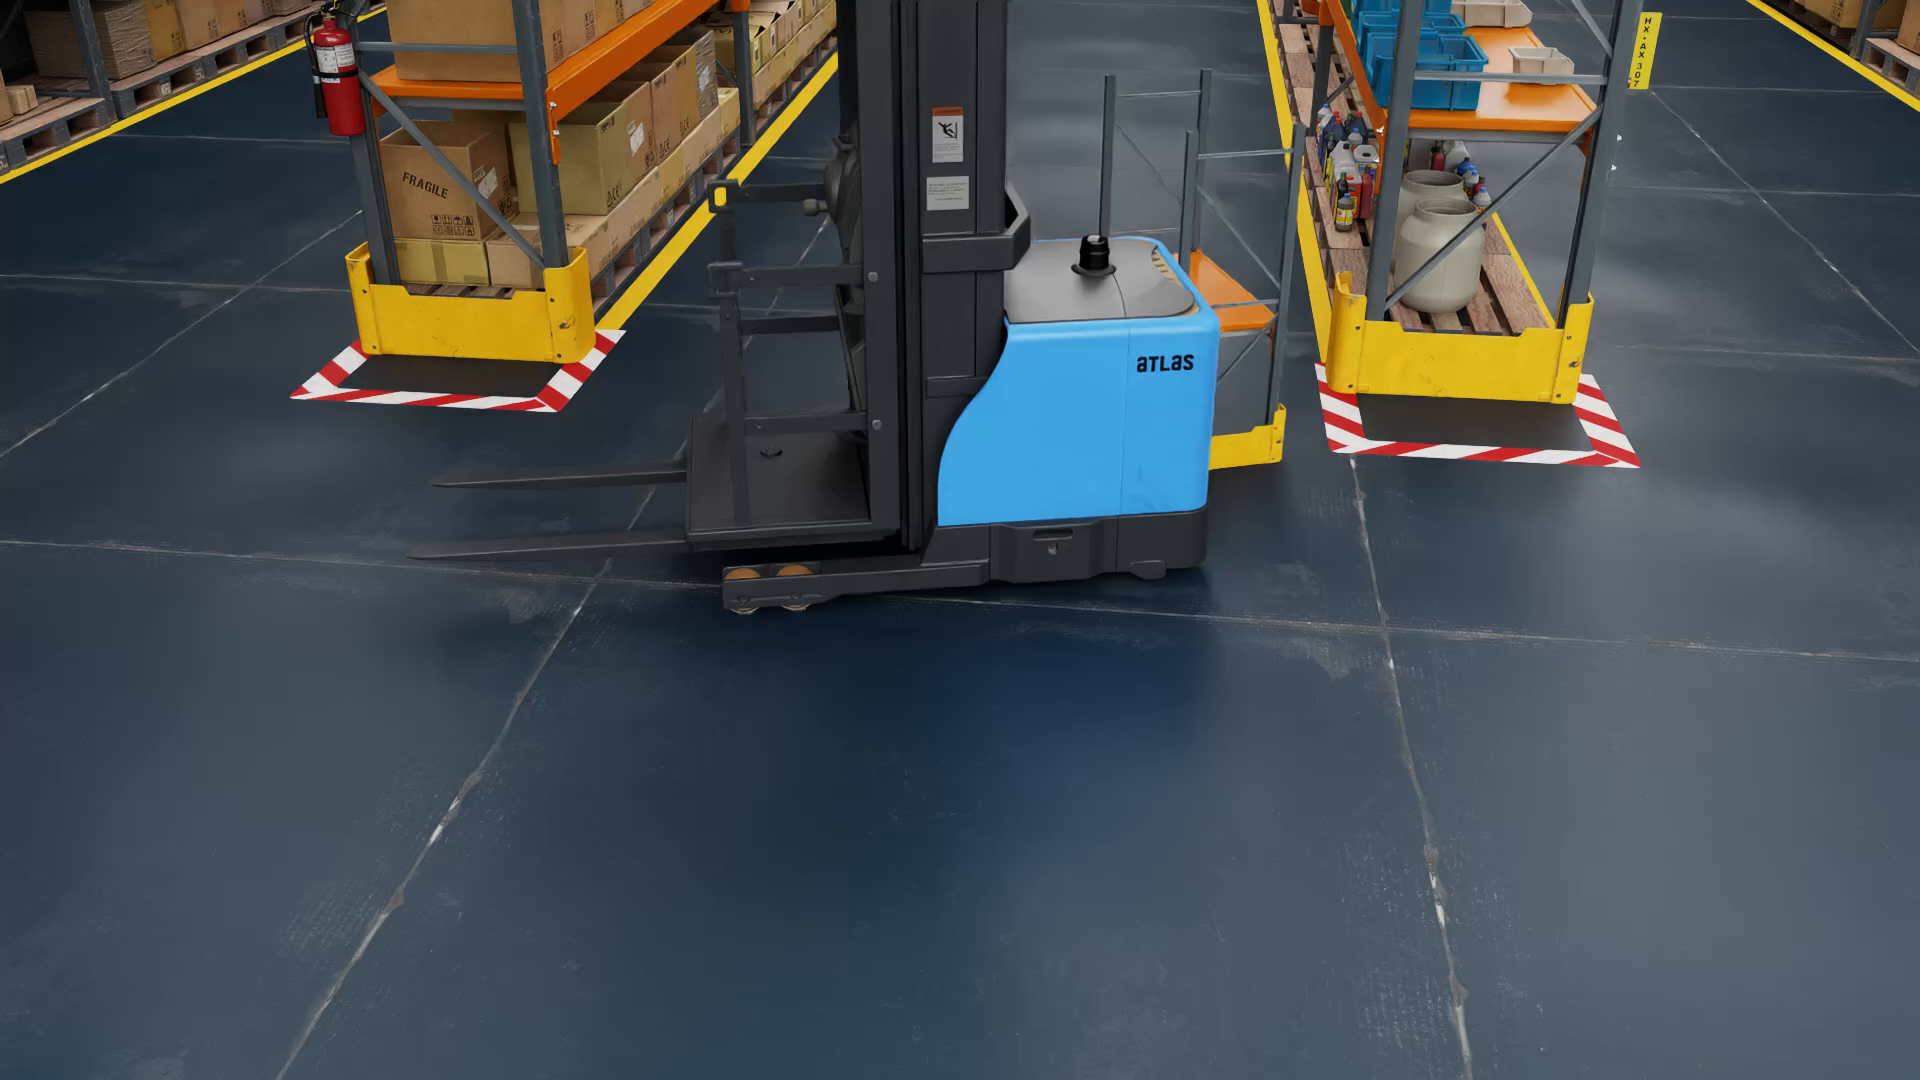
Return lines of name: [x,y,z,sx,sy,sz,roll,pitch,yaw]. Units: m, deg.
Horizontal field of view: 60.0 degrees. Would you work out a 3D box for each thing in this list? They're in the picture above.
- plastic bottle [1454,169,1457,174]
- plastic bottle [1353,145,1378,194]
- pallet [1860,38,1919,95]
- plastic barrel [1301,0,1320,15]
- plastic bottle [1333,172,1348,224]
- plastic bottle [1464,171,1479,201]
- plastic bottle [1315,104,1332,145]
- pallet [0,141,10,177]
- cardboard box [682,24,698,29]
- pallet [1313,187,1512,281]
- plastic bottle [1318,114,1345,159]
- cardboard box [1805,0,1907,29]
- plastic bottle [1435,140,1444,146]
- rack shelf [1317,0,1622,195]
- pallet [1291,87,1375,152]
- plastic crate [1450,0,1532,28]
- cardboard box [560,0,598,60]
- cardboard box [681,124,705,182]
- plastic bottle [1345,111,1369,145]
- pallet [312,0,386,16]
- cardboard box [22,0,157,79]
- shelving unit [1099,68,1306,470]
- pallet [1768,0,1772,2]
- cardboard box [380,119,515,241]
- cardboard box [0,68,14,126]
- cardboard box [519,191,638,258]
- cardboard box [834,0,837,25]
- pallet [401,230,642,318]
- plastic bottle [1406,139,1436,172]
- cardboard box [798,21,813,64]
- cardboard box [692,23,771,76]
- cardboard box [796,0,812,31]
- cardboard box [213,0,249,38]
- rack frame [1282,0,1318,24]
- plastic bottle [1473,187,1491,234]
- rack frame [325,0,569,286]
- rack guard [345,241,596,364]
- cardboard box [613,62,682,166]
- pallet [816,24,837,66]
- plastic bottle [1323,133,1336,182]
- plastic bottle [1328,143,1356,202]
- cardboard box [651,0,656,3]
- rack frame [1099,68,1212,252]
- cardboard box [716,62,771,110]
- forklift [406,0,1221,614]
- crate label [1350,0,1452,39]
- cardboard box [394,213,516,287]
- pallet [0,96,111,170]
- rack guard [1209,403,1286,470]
plastic bottle: [3.056,-2.194,10.147,0.097,0.201,0.097,0,28,0]
plastic bottle: [2.487,-2.281,10.229,0.152,0.276,0.135,3,28,6]
pallet: [8.232,-3.928,13.818,1.003,0.211,1.213,3,28,6]
plastic barrel: [3.456,-5.272,15.218,0.600,0.830,0.708,3,28,6]
plastic bottle: [2.219,-1.989,9.680,0.061,0.283,0.133,4,29,7]
plastic bottle: [3.007,-2.034,9.776,0.097,0.271,0.097,0,28,0]
plastic bottle: [2.449,-2.796,11.190,0.097,0.271,0.097,0,28,0]
pallet: [-7.103,-2.382,10.949,1.003,0.211,1.213,3,28,6]
cardboard box: [-2.227,-3.646,12.220,0.500,0.311,0.500,3,28,6]
pallet: [2.653,-1.811,9.889,1.003,0.211,1.213,3,28,6]
plastic bottle: [2.437,-2.644,10.904,0.152,0.276,0.135,4,29,8]
cardboard box: [8.434,-5.096,14.844,1.225,0.875,0.875,2,28,4]
plastic bottle: [3.107,-2.545,10.641,0.144,0.351,0.185,2,28,4]
rack shelf: [2.678,-2.670,9.302,1.077,0.370,4.000,3,28,6]
pallet: [2.981,-3.072,12.230,1.003,0.211,1.213,3,28,6]
plastic crate: [2.976,-3.033,9.495,0.530,0.136,0.437,3,28,6]
cardboard box: [-2.353,-2.845,8.763,0.700,0.500,0.500,4,29,8]
cardboard box: [-1.950,-2.490,10.666,0.500,0.250,0.500,3,28,6]
plastic bottle: [2.556,-2.591,10.726,0.144,0.351,0.185,3,28,6]
pallet: [-6.248,-5.526,16.784,1.003,0.211,1.213,3,28,6]
cardboard box: [-6.835,-3.944,13.081,0.700,0.500,0.500,4,29,8]
shelving unit: [1.019,-1.224,7.440,0.587,1.500,1.083,-7,29,-12]
pallet: [8.799,-5.811,17.313,1.003,0.211,1.213,3,28,6]
cardboard box: [-2.712,-1.909,8.797,0.500,0.500,0.500,3,28,6]
cardboard box: [-6.997,-3.106,11.525,0.500,0.500,0.500,1,28,2]
cardboard box: [-2.138,-1.784,9.356,0.500,0.250,0.500,3,28,6]
cardboard box: [-1.325,-4.813,14.978,0.500,0.250,0.500,4,29,7]
pallet: [-2.430,-1.470,9.255,1.003,0.211,1.213,3,28,6]
plastic bottle: [2.957,-2.509,10.653,0.152,0.276,0.135,3,28,6]
cardboard box: [-1.509,-4.091,13.638,0.500,0.250,0.500,4,29,7]
cardboard box: [-1.694,-3.619,12.170,0.500,0.311,0.500,3,29,6]
cardboard box: [-1.507,-4.343,13.513,0.500,0.311,0.500,4,29,8]
cardboard box: [-6.667,-4.667,14.421,0.700,0.500,0.500,3,28,6]
rack frame: [3.413,-5.811,14.374,1.000,3.000,0.127,3,28,6]
plastic bottle: [2.965,-1.873,9.477,0.097,0.271,0.097,0,28,0]
rack frame: [-2.482,-2.335,7.921,1.000,3.000,0.127,3,28,6]
rack guard: [-2.485,-1.223,8.493,1.175,0.500,0.348,3,28,6]
cardboard box: [-2.010,-2.585,10.051,0.500,0.500,0.500,3,28,6]
pallet: [-1.642,-4.488,14.857,1.003,0.211,1.213,3,28,6]
plastic bottle: [2.328,-2.406,10.453,0.061,0.283,0.133,5,29,8]
plastic bottle: [2.315,-2.223,10.043,0.144,0.351,0.185,5,29,8]
cardboard box: [-2.164,-3.568,10.105,0.700,0.500,0.500,4,29,7]
rack frame: [0.898,-1.453,7.866,0.500,1.500,0.032,-7,29,-12]
cardboard box: [-1.697,-3.367,12.294,0.500,0.250,0.500,3,28,5]
forklift: [-0.597,-1.281,6.037,3.031,2.935,1.130,-4,29,-6]
crate label: [2.390,-2.943,9.013,0.502,0.435,0.616,3,28,6]
cardboard box: [-2.710,-1.579,8.974,0.500,0.250,0.500,3,28,6]
pallet: [-6.956,-2.958,12.018,1.003,0.211,1.213,3,28,6]
rack guard: [1.140,-0.444,7.311,0.587,0.250,0.087,-7,29,-12]
